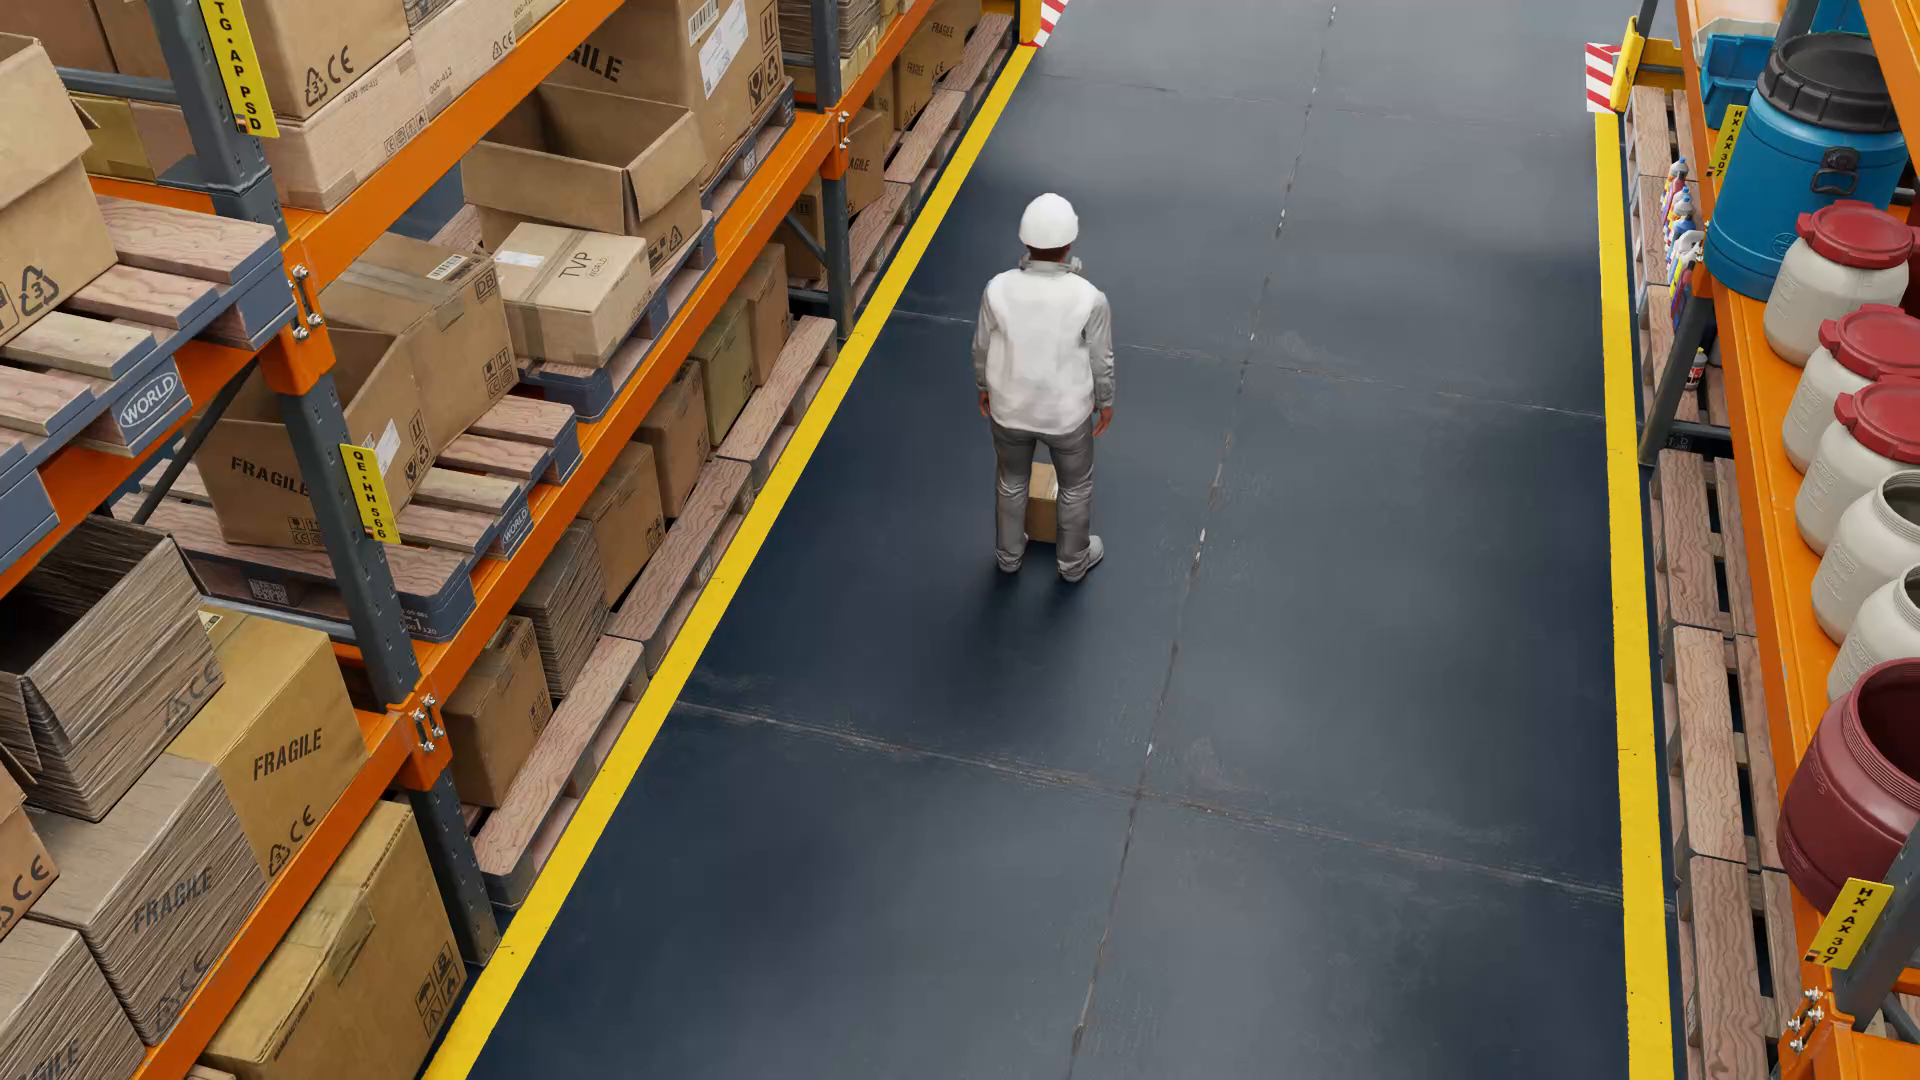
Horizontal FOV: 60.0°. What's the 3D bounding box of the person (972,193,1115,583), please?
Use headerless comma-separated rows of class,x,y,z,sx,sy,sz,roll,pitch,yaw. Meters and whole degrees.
person,0.342,-0.579,6.809,0.581,1.771,0.464,10,42,11
